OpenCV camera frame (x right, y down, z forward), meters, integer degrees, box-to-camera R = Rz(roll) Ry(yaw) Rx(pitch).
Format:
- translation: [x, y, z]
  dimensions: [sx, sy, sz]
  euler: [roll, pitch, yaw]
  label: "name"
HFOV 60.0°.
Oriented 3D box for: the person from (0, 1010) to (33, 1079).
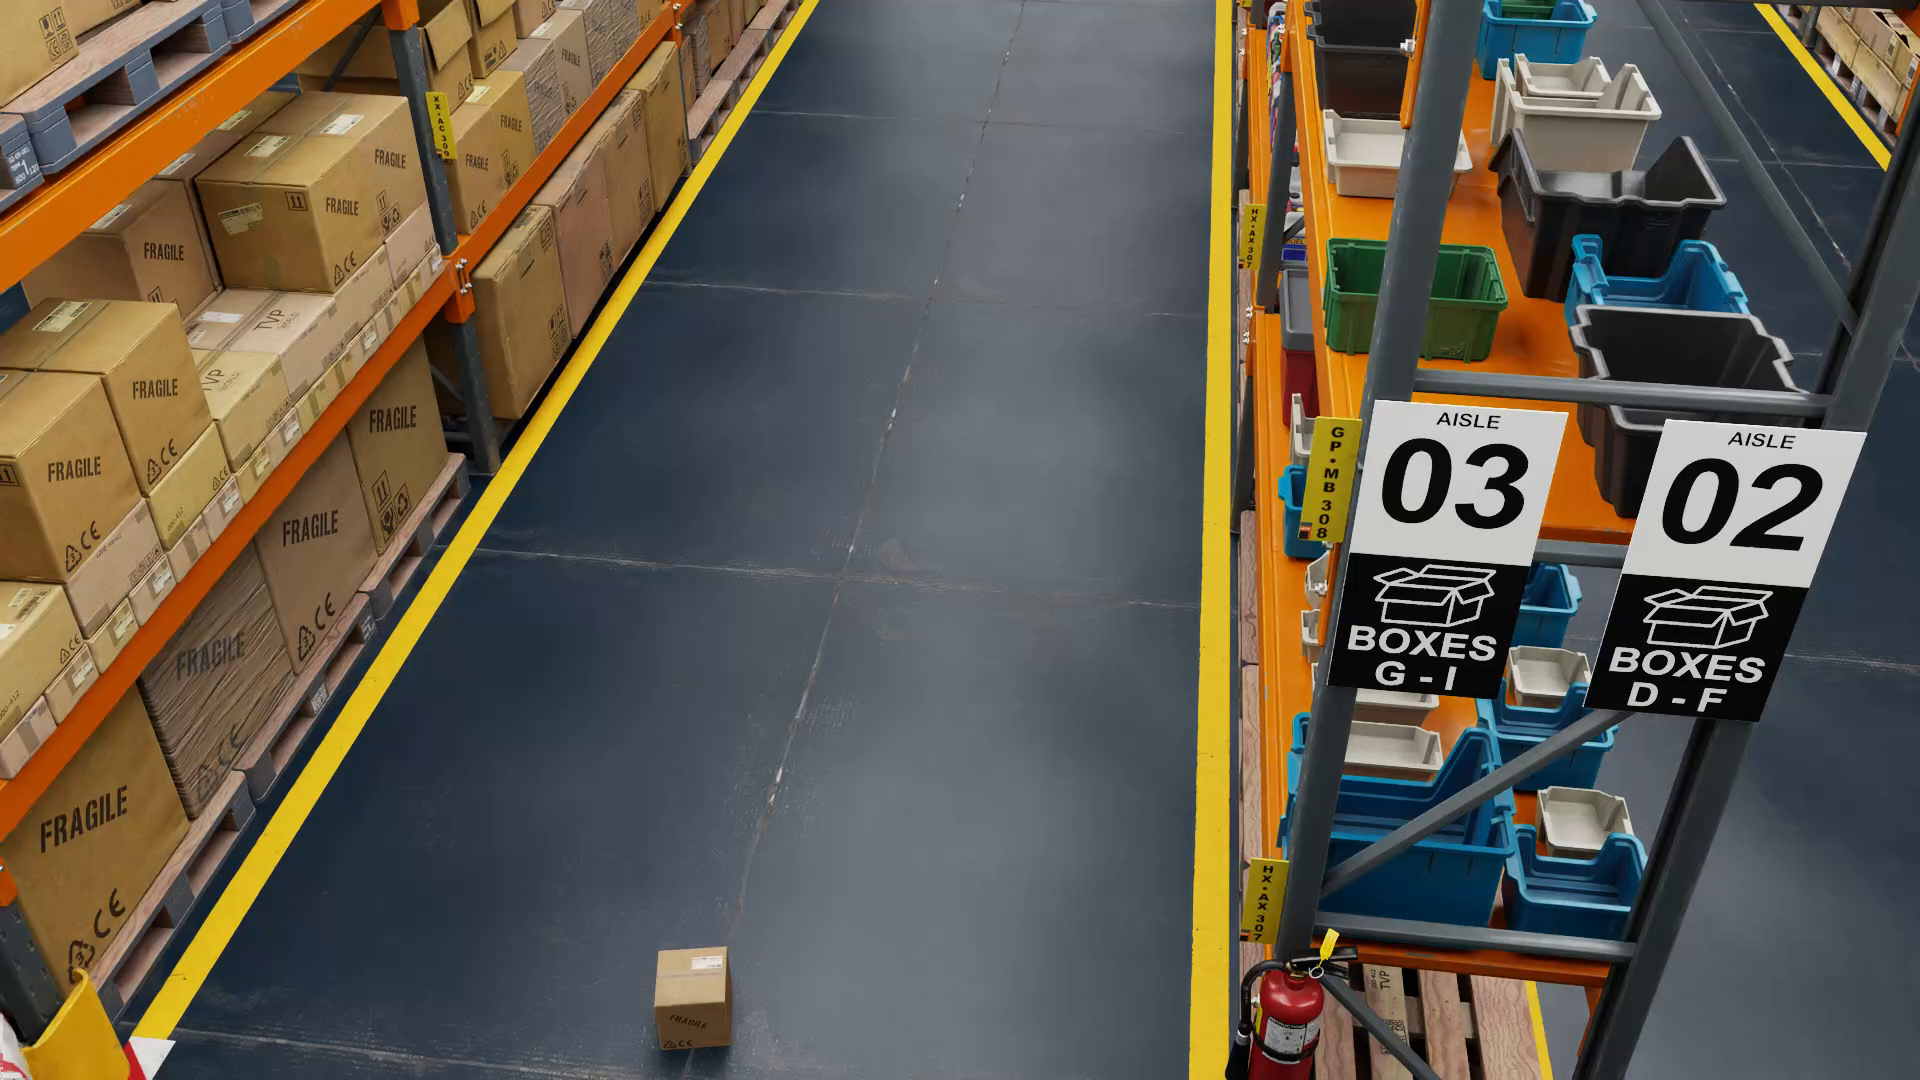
- translation: [-2.659, 1.791, 4.506]
  dimensions: [0.915, 1.744, 0.614]
  euler: [-20, 41, -26]
  label: "person"
